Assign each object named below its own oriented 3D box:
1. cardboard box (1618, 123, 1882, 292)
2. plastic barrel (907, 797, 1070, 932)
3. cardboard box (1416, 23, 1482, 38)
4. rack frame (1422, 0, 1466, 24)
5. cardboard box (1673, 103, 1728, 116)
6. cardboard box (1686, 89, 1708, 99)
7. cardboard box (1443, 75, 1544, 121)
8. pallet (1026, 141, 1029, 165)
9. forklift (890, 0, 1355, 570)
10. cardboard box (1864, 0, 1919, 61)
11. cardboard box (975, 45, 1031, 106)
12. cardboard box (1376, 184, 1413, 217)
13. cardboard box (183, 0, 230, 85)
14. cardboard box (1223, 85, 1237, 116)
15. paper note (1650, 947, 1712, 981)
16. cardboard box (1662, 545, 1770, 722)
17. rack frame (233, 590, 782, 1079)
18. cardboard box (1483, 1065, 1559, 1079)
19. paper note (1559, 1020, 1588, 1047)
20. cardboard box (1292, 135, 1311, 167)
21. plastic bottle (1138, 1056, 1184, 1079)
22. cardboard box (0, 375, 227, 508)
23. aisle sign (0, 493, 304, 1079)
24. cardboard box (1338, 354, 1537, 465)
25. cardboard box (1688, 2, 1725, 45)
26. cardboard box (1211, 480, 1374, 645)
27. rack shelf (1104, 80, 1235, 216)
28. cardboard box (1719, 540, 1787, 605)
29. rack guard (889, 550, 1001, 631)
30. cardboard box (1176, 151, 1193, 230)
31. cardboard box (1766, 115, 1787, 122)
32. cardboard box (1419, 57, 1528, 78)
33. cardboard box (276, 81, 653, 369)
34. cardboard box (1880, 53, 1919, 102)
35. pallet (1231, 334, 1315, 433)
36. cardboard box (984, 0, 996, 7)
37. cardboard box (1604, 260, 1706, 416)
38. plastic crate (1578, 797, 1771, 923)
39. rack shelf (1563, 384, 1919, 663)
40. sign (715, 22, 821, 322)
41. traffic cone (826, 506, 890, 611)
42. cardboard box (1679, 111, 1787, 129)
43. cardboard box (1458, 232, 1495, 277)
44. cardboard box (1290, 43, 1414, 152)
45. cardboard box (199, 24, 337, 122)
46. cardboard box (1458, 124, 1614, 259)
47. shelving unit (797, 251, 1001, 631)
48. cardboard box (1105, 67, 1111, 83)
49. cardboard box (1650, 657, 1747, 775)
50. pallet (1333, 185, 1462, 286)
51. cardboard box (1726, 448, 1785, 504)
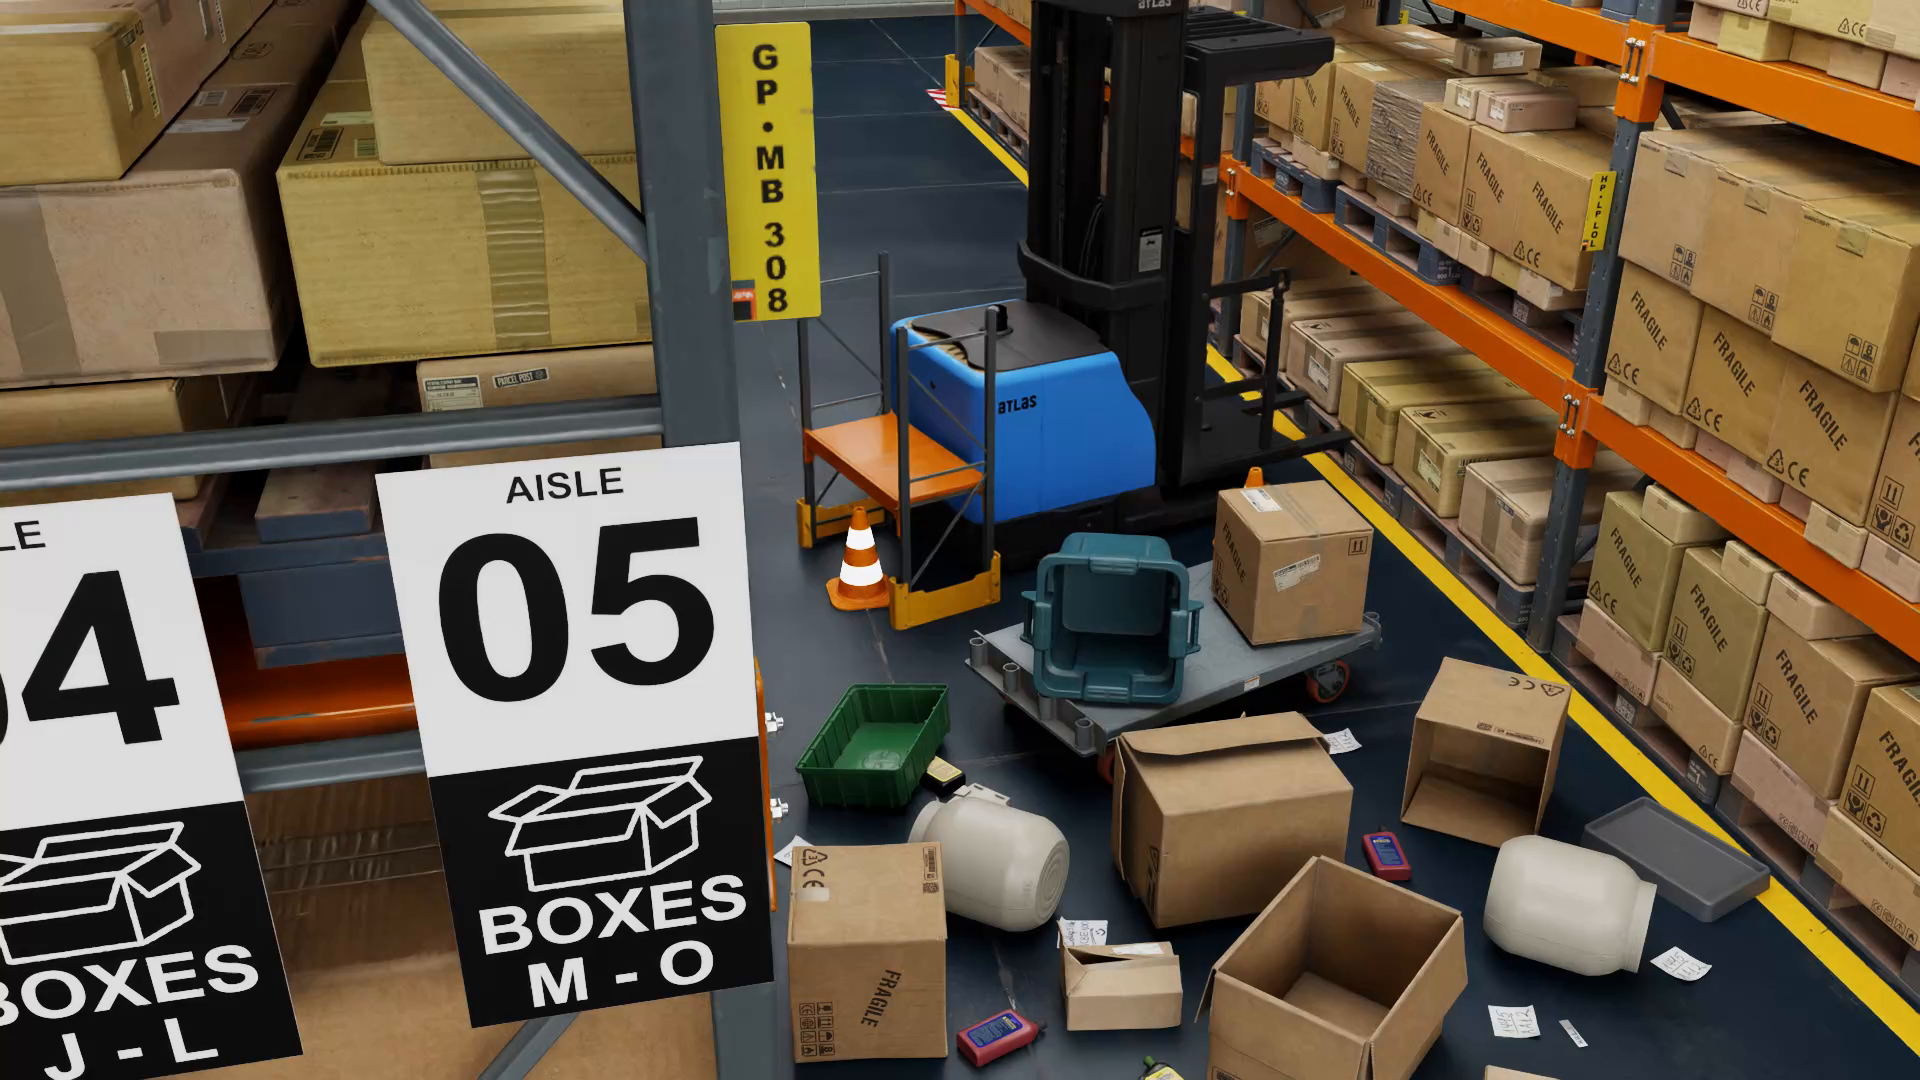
[{"bbox_3d":[3.036,-1.291,6.428,0.700,0.500,0.500,-6,27,-12],"label":"cardboard box"},{"bbox_3d":[0.099,1.157,5.987,0.512,0.421,0.421,13,30,24],"label":"plastic barrel"},{"bbox_3d":[5.325,-5.451,18.525,0.797,0.503,0.637,-7,28,-14],"label":"cardboard box"},{"bbox_3d":[5.279,-6.656,18.608,1.000,3.000,0.127,-6,27,-12],"label":"rack frame"},{"bbox_3d":[6.304,-3.619,14.179,0.380,0.149,0.250,-6,27,-12],"label":"cardboard box"},{"bbox_3d":[6.672,-3.908,14.752,0.380,0.149,0.250,-6,27,-11],"label":"cardboard box"},{"bbox_3d":[2.572,-2.136,8.025,0.380,0.149,0.250,-7,28,-14],"label":"cardboard box"},{"bbox_3d":[1.250,-3.491,15.432,1.003,0.211,1.213,-6,27,-12],"label":"pallet"},{"bbox_3d":[1.166,-1.616,8.699,3.031,2.935,1.130,-14,30,-25],"label":"forklift"},{"bbox_3d":[3.206,-1.619,5.137,0.500,0.250,0.500,-6,27,-11],"label":"cardboard box"},{"bbox_3d":[0.690,-4.914,17.535,0.875,0.438,0.875,-7,28,-13],"label":"cardboard box"},{"bbox_3d":[2.456,-1.837,8.874,0.380,0.149,0.250,-5,27,-10],"label":"cardboard box"},{"bbox_3d":[-1.269,-0.730,2.355,0.380,0.149,0.250,-5,27,-11],"label":"cardboard box"},{"bbox_3d":[1.890,-2.981,10.939,0.500,0.250,0.500,-6,27,-12],"label":"cardboard box"},{"bbox_3d":[2.514,1.476,5.792,0.142,0.019,0.148,-16,31,-29],"label":"paper note"},{"bbox_3d":[3.150,0.343,6.494,0.500,0.500,0.500,-5,27,-10],"label":"cardboard box"},{"bbox_3d":[-0.750,1.421,2.606,1.000,3.000,0.127,-6,27,-12],"label":"rack frame"},{"bbox_3d":[1.787,1.777,5.065,0.380,0.149,0.250,8,28,15],"label":"cardboard box"},{"bbox_3d":[2.030,1.633,5.504,0.032,0.001,0.123,-6,27,-12],"label":"paper note"},{"bbox_3d":[2.187,-2.300,9.790,0.380,0.149,0.250,-8,28,-15],"label":"cardboard box"},{"bbox_3d":[0.650,1.738,5.238,0.133,0.061,0.283,-16,31,-29],"label":"plastic bottle"},{"bbox_3d":[-1.155,-0.150,2.090,0.380,0.149,0.250,-6,27,-12],"label":"cardboard box"},{"bbox_3d":[-1.026,0.322,1.898,0.394,0.787,0.004,-6,27,-12],"label":"aisle sign"},{"bbox_3d":[2.704,-0.747,9.351,0.950,0.372,0.625,-5,27,-10],"label":"cardboard box"},{"bbox_3d":[2.978,-1.946,6.226,0.380,0.149,0.250,-6,27,-12],"label":"cardboard box"},{"bbox_3d":[1.421,0.090,7.177,0.500,0.500,0.500,-6,27,-12],"label":"cardboard box"},{"bbox_3d":[1.796,-3.195,12.549,1.077,0.370,4.000,-6,27,-12],"label":"rack shelf"},{"bbox_3d":[3.106,0.106,6.244,0.380,0.149,0.250,-5,27,-10],"label":"cardboard box"},{"bbox_3d":[-0.069,0.240,7.998,0.587,0.250,0.087,-15,30,-27],"label":"rack guard"},{"bbox_3d":[1.975,-2.581,12.426,0.875,0.875,0.875,-6,27,-11],"label":"cardboard box"},{"bbox_3d":[6.905,-3.451,13.846,0.380,0.149,0.250,-7,28,-14],"label":"cardboard box"},{"bbox_3d":[2.862,-2.384,9.238,0.500,0.500,0.500,-8,28,-15],"label":"cardboard box"},{"bbox_3d":[-0.609,-0.454,2.251,0.500,0.250,0.500,-6,27,-12],"label":"cardboard box"},{"bbox_3d":[3.215,-1.497,5.336,0.380,0.149,0.250,-7,28,-13],"label":"cardboard box"},{"bbox_3d":[2.422,-1.050,10.596,1.003,0.211,1.213,-6,27,-12],"label":"pallet"},{"bbox_3d":[0.511,-5.511,16.228,0.500,0.500,0.500,-6,27,-12],"label":"cardboard box"},{"bbox_3d":[2.976,-0.838,6.640,0.500,0.500,0.500,-6,27,-12],"label":"cardboard box"},{"bbox_3d":[2.703,1.194,6.296,0.402,0.080,0.583,-16,31,-29],"label":"plastic crate"},{"bbox_3d":[3.599,0.317,5.591,1.077,0.370,4.000,-6,27,-12],"label":"rack shelf"},{"bbox_3d":[-0.208,-0.397,1.822,0.100,0.325,0.005,-6,27,-12],"label":"sign"},{"bbox_3d":[-0.483,0.055,8.127,0.336,0.463,0.334,-6,27,-12],"label":"traffic cone"},{"bbox_3d":[3.387,-1.779,7.319,0.380,0.149,0.250,-6,27,-12],"label":"cardboard box"},{"bbox_3d":[2.628,-1.382,7.973,0.380,0.149,0.250,-6,27,-12],"label":"cardboard box"},{"bbox_3d":[2.247,-2.554,9.574,0.500,0.500,0.500,-5,27,-9],"label":"cardboard box"},{"bbox_3d":[-1.244,-0.622,2.584,0.500,0.250,0.500,-6,27,-11],"label":"cardboard box"},{"bbox_3d":[2.708,-1.644,7.771,0.500,0.500,0.500,-6,27,-11],"label":"cardboard box"},{"bbox_3d":[-0.324,-0.511,8.098,0.587,1.500,1.083,-15,30,-27],"label":"shelving unit"},{"bbox_3d":[1.406,-3.654,12.826,0.500,0.250,0.500,-6,27,-12],"label":"cardboard box"},{"bbox_3d":[3.150,0.678,6.664,0.500,0.250,0.500,-4,27,-9],"label":"cardboard box"},{"bbox_3d":[2.733,-1.688,8.977,1.003,0.211,1.213,-6,27,-12],"label":"pallet"},{"bbox_3d":[3.126,-0.268,6.230,0.380,0.149,0.250,-5,27,-10],"label":"cardboard box"}]
